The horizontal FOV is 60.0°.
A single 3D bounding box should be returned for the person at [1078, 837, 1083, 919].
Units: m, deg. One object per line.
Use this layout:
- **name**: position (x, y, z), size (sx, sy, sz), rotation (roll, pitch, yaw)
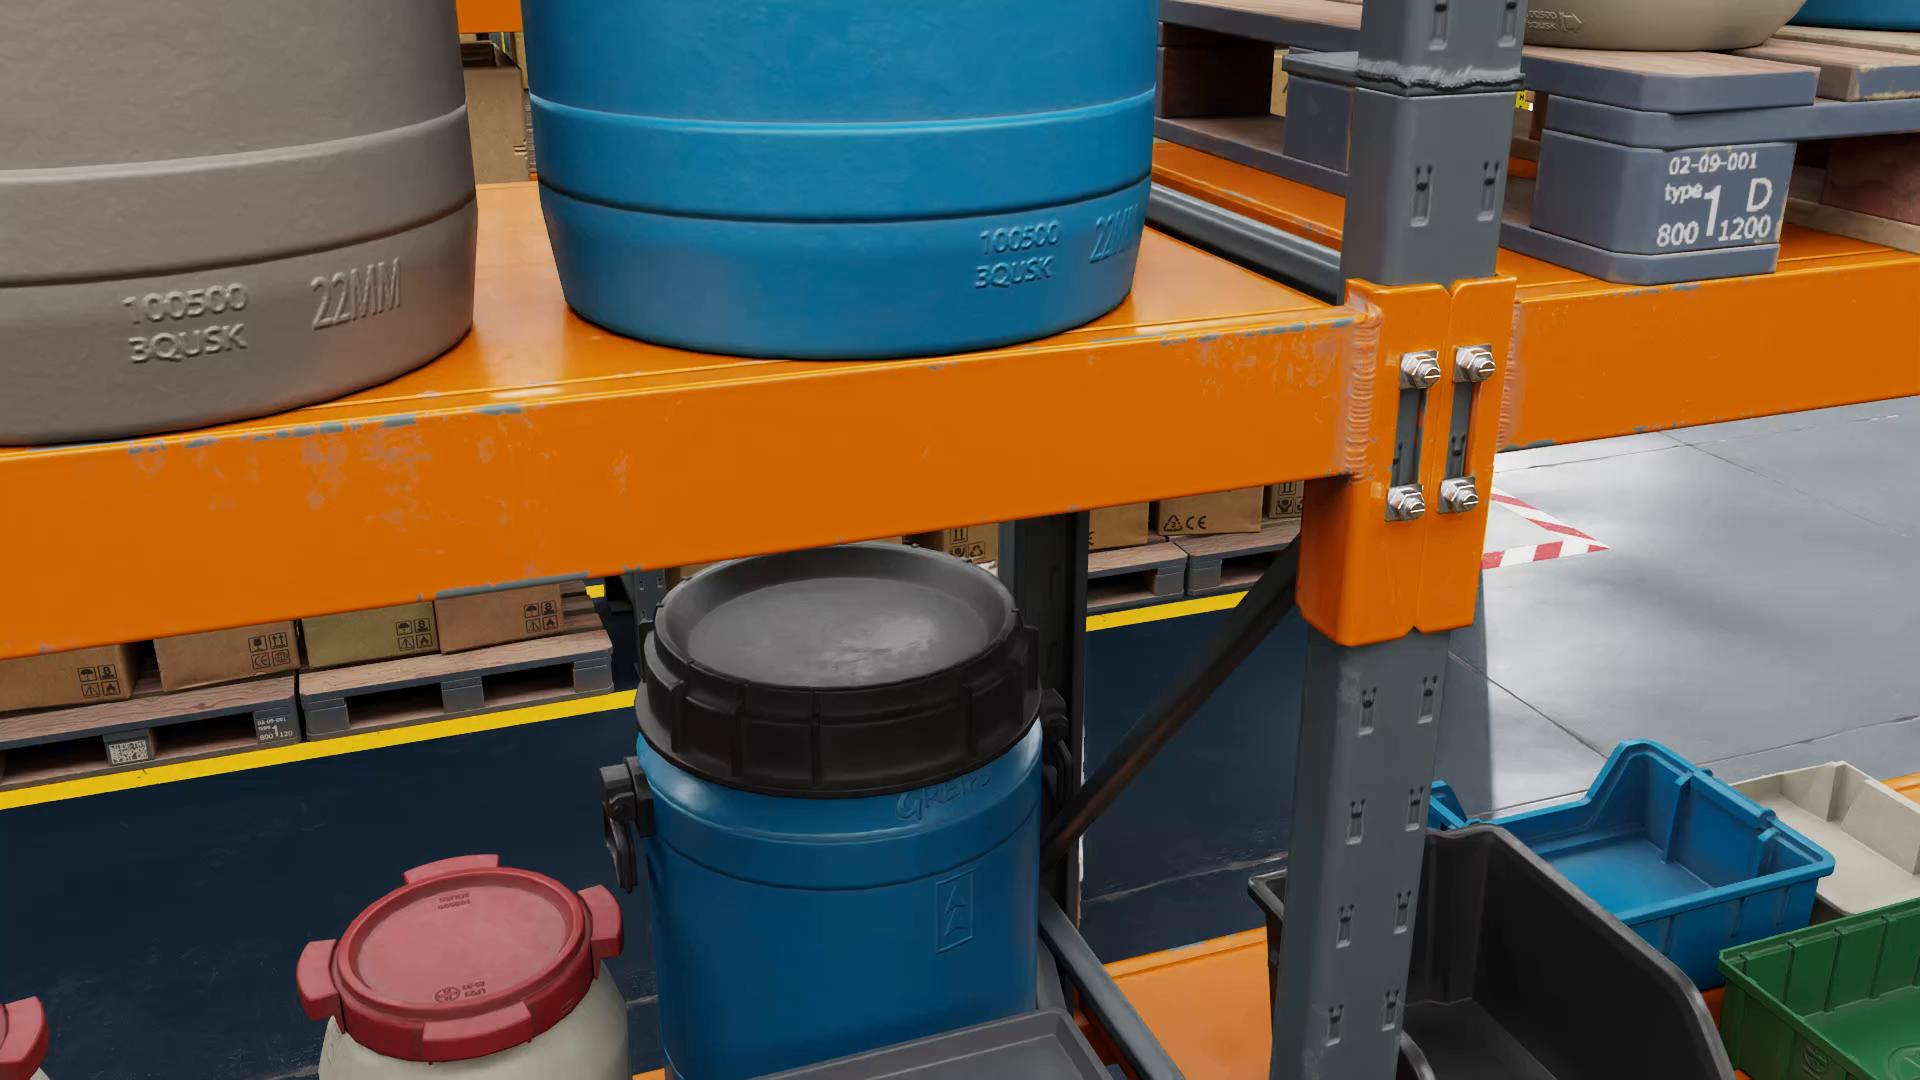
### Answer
- **person**: position (0.078, 0.767, 5.287), size (0.574, 0.986, 0.925), rotation (-9, 24, -20)
